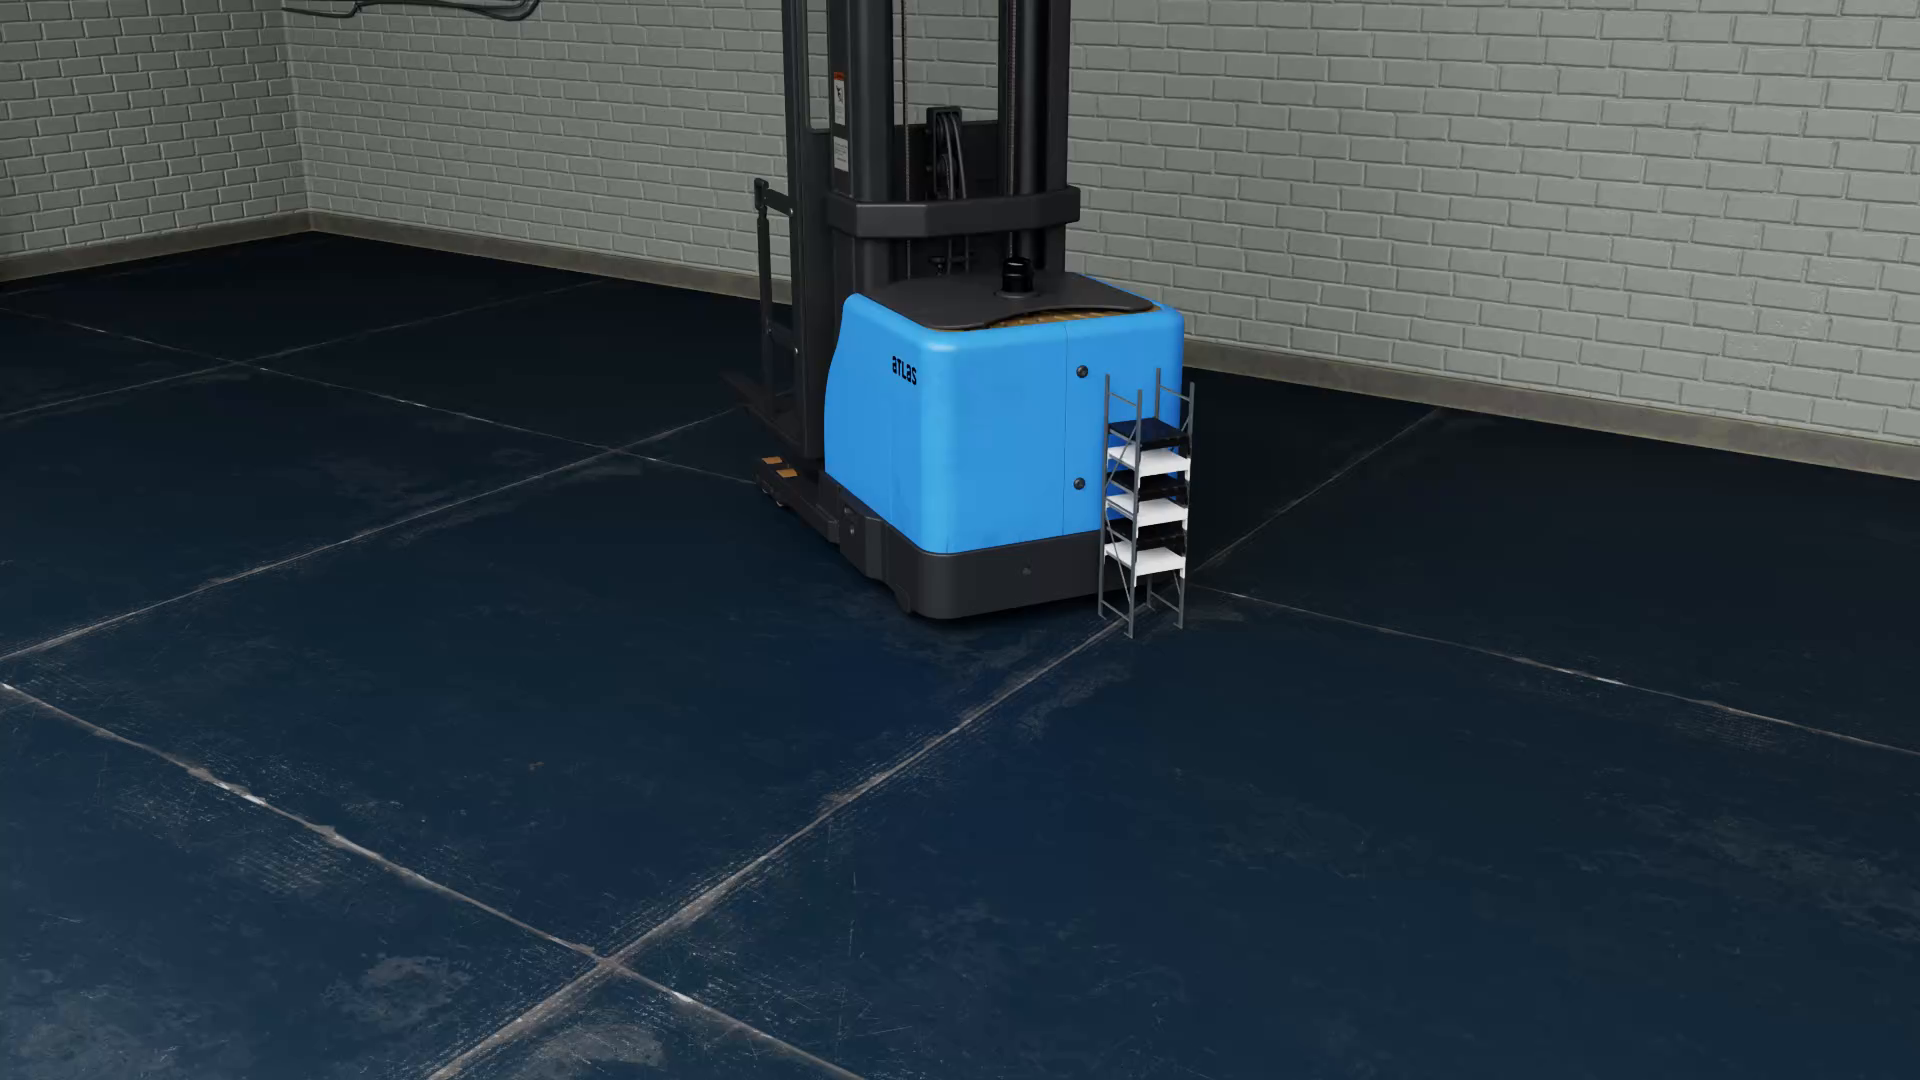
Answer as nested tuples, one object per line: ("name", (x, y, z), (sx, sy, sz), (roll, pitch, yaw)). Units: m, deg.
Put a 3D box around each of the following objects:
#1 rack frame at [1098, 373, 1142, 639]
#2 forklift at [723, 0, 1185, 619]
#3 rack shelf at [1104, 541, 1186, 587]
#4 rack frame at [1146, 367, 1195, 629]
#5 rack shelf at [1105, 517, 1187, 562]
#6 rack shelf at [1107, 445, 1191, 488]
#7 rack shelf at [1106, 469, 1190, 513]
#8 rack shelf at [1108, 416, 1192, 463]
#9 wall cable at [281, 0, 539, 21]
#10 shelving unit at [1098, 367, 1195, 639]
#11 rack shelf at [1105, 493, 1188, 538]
("rack frame", (0.553, -0.113, 5.773), (0.006, 0.900, 0.240), (-9, 22, -23))
("forklift", (-0.259, -1.571, 6.788), (1.130, 2.935, 3.031), (-9, 22, -23))
("rack shelf", (0.645, 0.072, 5.887), (0.200, 0.077, 0.258), (-9, 22, -23))
("rack frame", (0.738, -0.142, 5.853), (0.006, 0.900, 0.240), (-9, 22, -23))
("rack shelf", (0.645, -0.012, 5.856), (0.200, 0.077, 0.258), (-9, 22, -23))
("rack shelf", (0.645, -0.265, 5.762), (0.200, 0.077, 0.258), (-9, 22, -23))
("rack shelf", (0.645, -0.181, 5.793), (0.200, 0.077, 0.258), (-9, 22, -23))
("rack shelf", (0.645, -0.350, 5.731), (0.200, 0.077, 0.258), (-9, 22, -23))
("wall cable", (-4.122, -5.010, 11.815), (3.097, 2.526, 0.112), (13, 24, 32))
("shelving unit", (0.645, -0.128, 5.813), (0.210, 0.900, 0.258), (-9, 22, -23))
("rack shelf", (0.645, -0.096, 5.825), (0.200, 0.077, 0.258), (-9, 22, -23))
